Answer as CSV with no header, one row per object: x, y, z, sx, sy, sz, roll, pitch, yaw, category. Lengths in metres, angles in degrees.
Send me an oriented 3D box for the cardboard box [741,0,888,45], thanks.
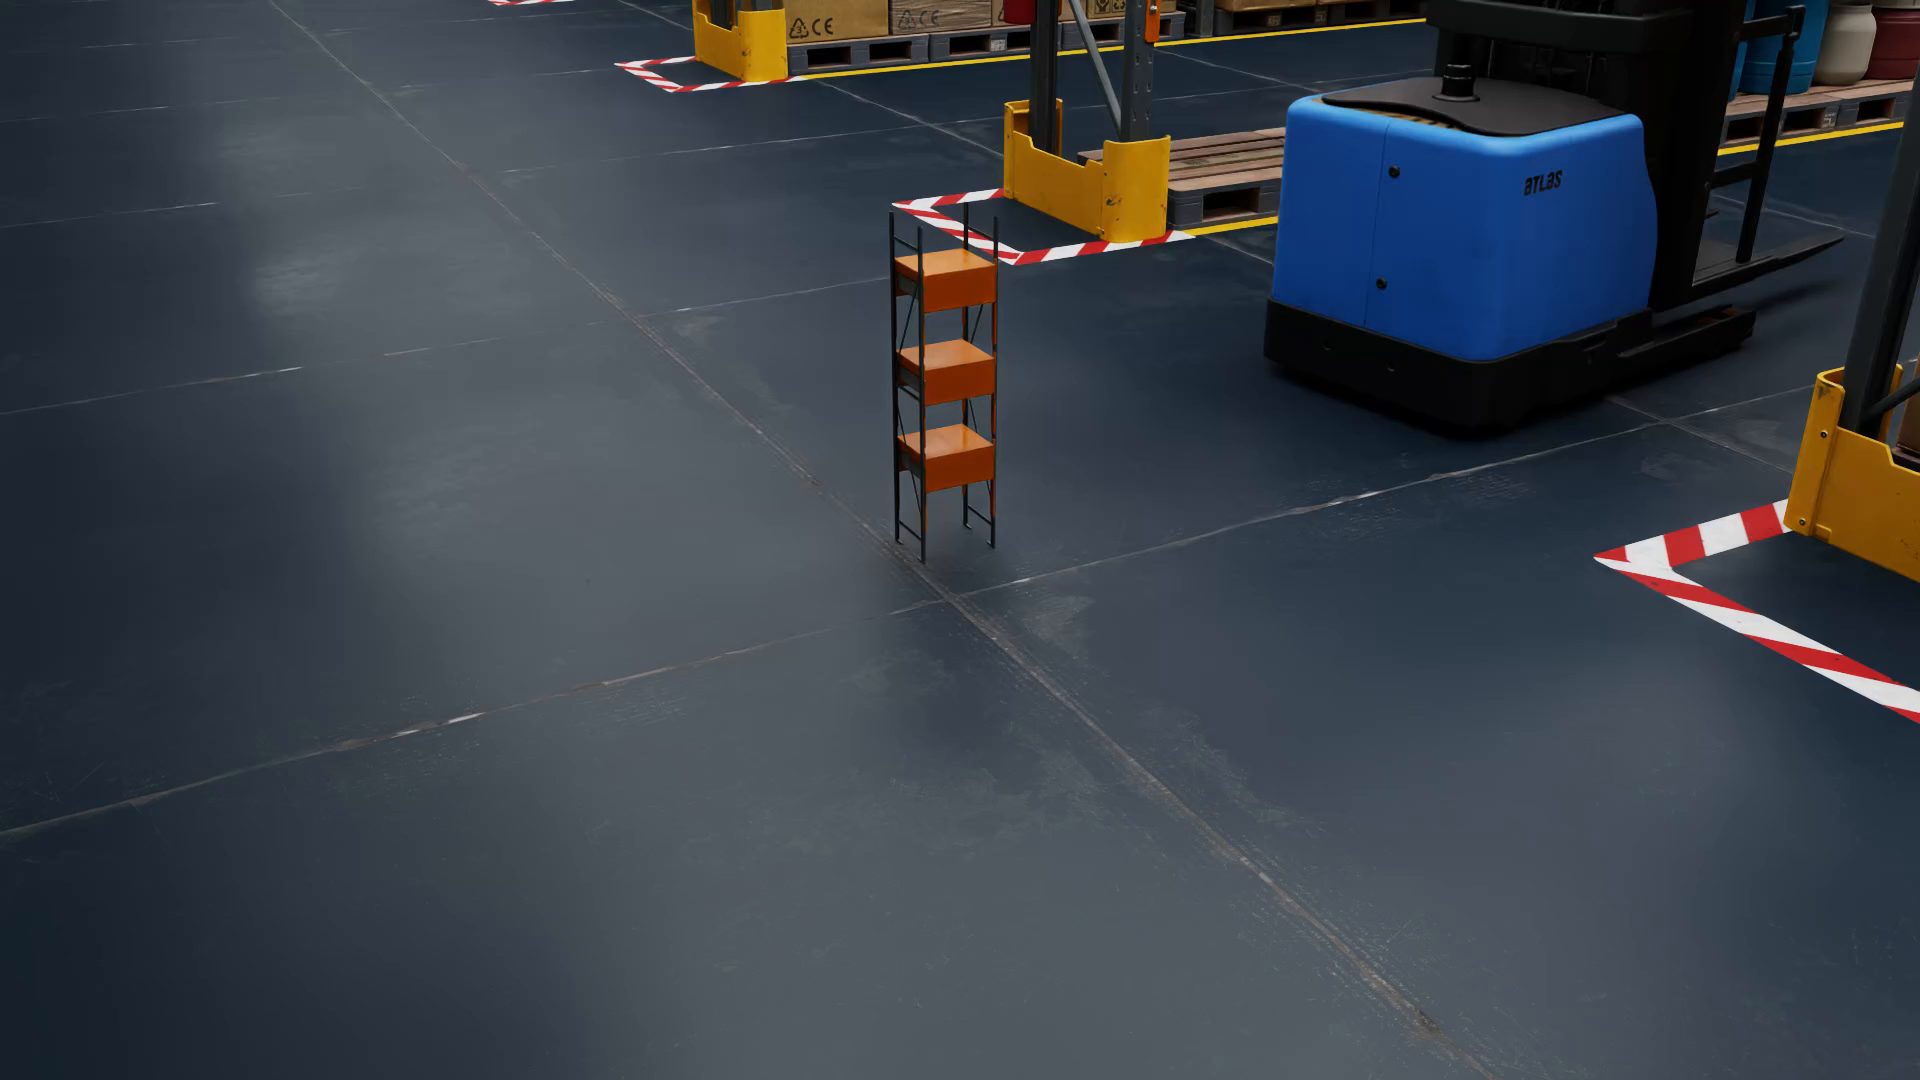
-1.143,-4.383,12.883,0.875,0.875,0.875,-13,29,-25,cardboard box

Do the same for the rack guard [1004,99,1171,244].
0.646,-1.962,8.759,0.348,0.500,1.175,-13,29,-25,rack guard

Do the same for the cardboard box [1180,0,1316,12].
2.415,-5.175,14.532,0.875,0.875,1.225,-13,29,-25,cardboard box

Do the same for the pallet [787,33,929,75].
-1.001,-3.926,13.184,1.213,0.211,1.003,-13,29,-25,pallet

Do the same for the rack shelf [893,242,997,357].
-0.047,-0.709,4.882,0.240,0.259,0.215,-13,29,-25,rack shelf

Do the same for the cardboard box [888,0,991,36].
-0.340,-4.568,13.269,0.875,0.875,0.875,-13,29,-25,cardboard box

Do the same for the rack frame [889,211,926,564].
-0.155,-0.438,4.948,0.008,1.050,0.200,-13,29,-25,rack frame

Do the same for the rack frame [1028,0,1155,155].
0.661,-3.099,8.239,0.127,3.000,1.000,-13,29,-25,rack frame

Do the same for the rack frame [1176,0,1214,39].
1.860,-5.805,13.876,0.127,3.000,1.000,-13,29,-25,rack frame

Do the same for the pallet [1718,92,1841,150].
4.891,-2.798,10.833,1.213,0.211,1.003,-13,29,-25,pallet

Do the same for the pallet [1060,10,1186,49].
1.152,-4.423,14.219,1.213,0.211,1.003,-13,29,-25,pallet

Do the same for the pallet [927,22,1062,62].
0.074,-4.173,13.698,1.213,0.211,1.003,-13,29,-25,pallet

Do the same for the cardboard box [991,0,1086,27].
0.446,-4.750,13.646,0.875,0.875,0.875,-13,29,-25,cardboard box

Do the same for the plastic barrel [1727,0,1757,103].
4.678,-3.261,10.516,0.708,0.901,0.600,-13,29,-25,plastic barrel

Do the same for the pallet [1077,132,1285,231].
1.407,-1.995,9.161,1.213,0.211,1.003,-13,29,-25,pallet

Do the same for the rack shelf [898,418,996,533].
-0.047,-0.202,5.125,0.240,0.259,0.215,-13,29,-25,rack shelf

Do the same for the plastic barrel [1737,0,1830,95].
5.303,-3.406,10.817,0.708,0.901,0.600,-13,29,-25,plastic barrel

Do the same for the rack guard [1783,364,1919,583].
3.056,-0.095,4.871,0.348,0.500,1.175,-13,29,-25,rack guard

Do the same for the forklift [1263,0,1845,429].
2.677,-2.227,6.501,3.031,2.935,1.130,-19,31,-34,forklift

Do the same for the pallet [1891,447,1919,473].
3.759,-0.128,5.272,1.213,0.211,1.003,-13,29,-25,pallet

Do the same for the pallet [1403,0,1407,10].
4.658,-5.231,15.901,1.213,0.211,1.003,-13,29,-25,pallet

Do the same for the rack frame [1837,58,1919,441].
2.989,-1.207,4.297,0.127,3.000,1.000,-13,29,-25,rack frame

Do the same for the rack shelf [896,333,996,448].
-0.047,-0.453,5.005,0.240,0.259,0.215,-13,29,-25,rack shelf

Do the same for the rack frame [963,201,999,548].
0.060,-0.487,5.052,0.008,1.050,0.200,-13,29,-25,rack frame

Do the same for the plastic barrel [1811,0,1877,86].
5.844,-3.311,11.069,0.421,0.512,0.421,0,26,0,plastic barrel

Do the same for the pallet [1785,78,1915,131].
5.969,-3.048,11.355,1.213,0.211,1.003,-13,29,-25,pallet

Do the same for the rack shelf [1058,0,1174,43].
2.426,-3.182,9.243,4.000,0.370,1.077,-13,29,-25,rack shelf

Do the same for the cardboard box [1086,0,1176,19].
1.240,-4.933,14.028,0.875,0.875,0.875,-13,29,-25,cardboard box

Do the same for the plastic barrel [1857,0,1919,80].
6.300,-3.494,11.363,0.708,0.588,0.600,-13,29,-25,plastic barrel

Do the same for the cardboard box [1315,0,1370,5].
3.203,-5.357,14.912,0.875,0.875,1.225,-14,29,-27,cardboard box

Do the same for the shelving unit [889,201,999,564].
-0.047,-0.462,5.000,0.252,1.050,0.215,-13,29,-25,shelving unit

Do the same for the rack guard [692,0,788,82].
-1.691,-3.859,12.710,0.348,0.500,1.175,-13,29,-25,rack guard

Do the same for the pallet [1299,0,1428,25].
3.583,-4.984,15.387,1.213,0.211,1.003,-13,29,-25,pallet

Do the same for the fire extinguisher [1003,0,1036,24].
0.314,-3.039,8.634,0.183,0.674,0.296,-13,29,-25,fire extinguisher

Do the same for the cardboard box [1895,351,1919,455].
3.352,-0.483,5.170,0.500,0.500,0.500,-13,29,-25,cardboard box

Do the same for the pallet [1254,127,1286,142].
2.482,-2.242,9.675,1.213,0.211,1.003,-13,29,-25,pallet

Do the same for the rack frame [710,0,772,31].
-1.670,-4.991,12.179,0.127,3.000,1.000,-13,29,-25,rack frame

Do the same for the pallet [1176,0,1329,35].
2.505,-4.734,14.866,1.213,0.211,1.003,-13,29,-25,pallet
